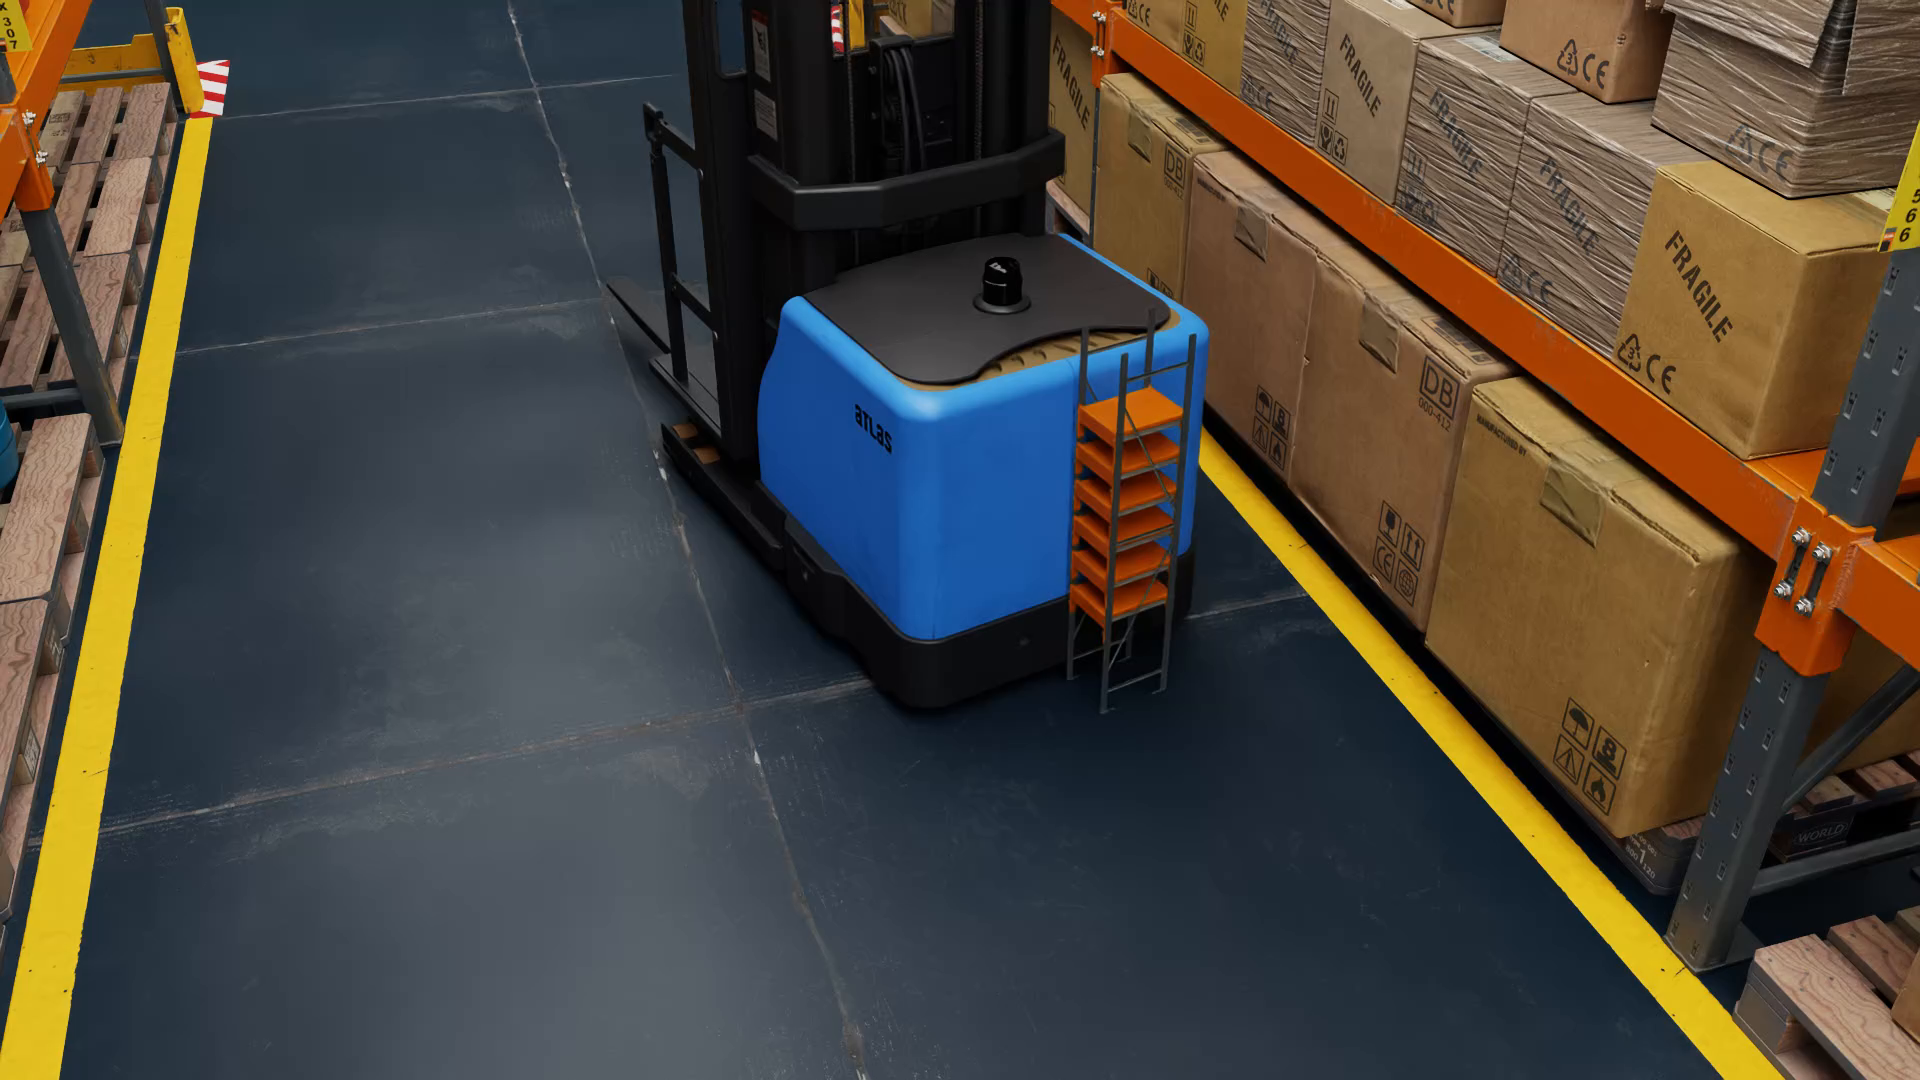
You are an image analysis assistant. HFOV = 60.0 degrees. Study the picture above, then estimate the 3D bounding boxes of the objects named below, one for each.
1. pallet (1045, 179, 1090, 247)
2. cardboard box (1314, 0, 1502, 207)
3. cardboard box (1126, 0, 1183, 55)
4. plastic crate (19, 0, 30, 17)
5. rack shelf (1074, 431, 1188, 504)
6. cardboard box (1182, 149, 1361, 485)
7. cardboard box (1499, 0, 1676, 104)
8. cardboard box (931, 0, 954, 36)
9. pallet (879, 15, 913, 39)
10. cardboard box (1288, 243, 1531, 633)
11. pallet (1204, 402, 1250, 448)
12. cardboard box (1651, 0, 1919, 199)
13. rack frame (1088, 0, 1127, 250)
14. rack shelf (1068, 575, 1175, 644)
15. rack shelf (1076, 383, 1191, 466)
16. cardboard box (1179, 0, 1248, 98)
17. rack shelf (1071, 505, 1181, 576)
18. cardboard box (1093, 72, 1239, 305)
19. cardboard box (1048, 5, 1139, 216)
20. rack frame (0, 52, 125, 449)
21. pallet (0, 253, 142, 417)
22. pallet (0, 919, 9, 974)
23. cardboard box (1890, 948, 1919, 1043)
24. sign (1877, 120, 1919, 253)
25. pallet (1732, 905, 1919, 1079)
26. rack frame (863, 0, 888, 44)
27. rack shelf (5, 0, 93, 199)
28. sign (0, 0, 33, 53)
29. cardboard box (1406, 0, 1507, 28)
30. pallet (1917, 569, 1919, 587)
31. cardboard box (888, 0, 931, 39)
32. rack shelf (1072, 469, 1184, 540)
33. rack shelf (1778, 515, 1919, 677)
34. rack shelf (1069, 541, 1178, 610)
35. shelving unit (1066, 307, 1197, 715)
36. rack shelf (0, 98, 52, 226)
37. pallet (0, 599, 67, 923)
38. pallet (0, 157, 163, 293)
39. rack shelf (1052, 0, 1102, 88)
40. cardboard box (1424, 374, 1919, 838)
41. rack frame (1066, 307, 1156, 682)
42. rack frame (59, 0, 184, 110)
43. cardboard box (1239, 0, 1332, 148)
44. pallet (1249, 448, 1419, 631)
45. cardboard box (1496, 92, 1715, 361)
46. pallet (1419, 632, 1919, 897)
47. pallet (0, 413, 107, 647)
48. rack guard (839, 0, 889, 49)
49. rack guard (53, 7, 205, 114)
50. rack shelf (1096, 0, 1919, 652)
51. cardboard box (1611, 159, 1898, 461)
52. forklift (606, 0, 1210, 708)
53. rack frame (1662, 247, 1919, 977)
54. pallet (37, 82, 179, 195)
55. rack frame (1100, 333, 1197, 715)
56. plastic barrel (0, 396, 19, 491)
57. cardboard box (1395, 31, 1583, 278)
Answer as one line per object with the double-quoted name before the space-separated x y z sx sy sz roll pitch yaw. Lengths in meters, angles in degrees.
"pallet" 0.896 -1.637 8.036 1.003 0.211 1.213 -10 35 -15
"cardboard box" 1.425 -1.350 4.981 0.500 0.500 0.500 -9 35 -14
"cardboard box" 0.956 -2.147 6.187 0.500 0.500 0.500 -10 35 -15
"plastic crate" -3.696 -2.118 6.122 0.402 0.464 0.583 -10 35 -15
"rack shelf" 0.475 -0.219 4.638 0.258 0.103 0.180 -18 37 -25
"cardboard box" 1.542 -0.875 5.900 1.225 0.875 0.875 -11 35 -16
"cardboard box" 1.870 -1.478 4.265 0.797 0.503 0.637 -9 35 -14
"cardboard box" 0.383 -2.977 9.081 0.875 0.875 0.875 -10 35 -15
"pallet" 0.152 -2.918 9.975 1.003 0.211 1.213 -10 35 -15
"cardboard box" 1.819 -0.412 5.199 1.225 0.875 0.875 -10 35 -15
"pallet" 1.361 -0.833 6.818 1.003 0.211 1.213 -10 35 -15
"cardboard box" 2.066 -1.135 3.746 0.797 0.503 0.637 -9 34 -13
"rack frame" 1.054 -2.388 6.644 1.000 3.000 0.127 -10 35 -15
"rack shelf" 0.475 0.182 4.903 0.258 0.103 0.180 -18 37 -25
"rack shelf" 0.475 -0.319 4.572 0.258 0.103 0.180 -18 37 -25
"cardboard box" 1.110 -1.883 5.788 0.500 0.500 0.500 -10 35 -15
"rack shelf" 0.475 -0.019 4.770 0.258 0.103 0.180 -18 37 -25
"cardboard box" 1.268 -1.344 6.610 1.225 0.875 0.875 -10 35 -15
"cardboard box" 0.929 -2.037 7.658 0.875 0.875 0.875 -10 35 -15
"rack frame" -3.663 -1.555 5.383 1.000 3.000 0.127 -10 35 -15
"pallet" -3.924 -0.772 6.726 1.003 0.211 1.213 -10 35 -15
"pallet" -2.723 1.301 3.589 1.003 0.211 1.213 -10 35 -15
"cardboard box" 2.497 0.919 3.506 0.700 0.500 0.500 -12 35 -17
"sign" 1.746 -0.676 3.002 0.100 0.325 0.005 -10 35 -15
"pallet" 2.511 1.286 3.613 1.003 0.211 1.213 -10 35 -15
"rack frame" -0.166 -4.488 9.822 1.000 3.000 0.127 -10 35 -15
"rack shelf" -4.273 -2.305 7.171 1.077 0.370 4.000 -10 35 -15
"sign" -3.139 -1.762 5.445 0.100 0.325 0.005 -10 35 -15
"cardboard box" 1.659 -1.829 4.796 0.797 0.503 0.637 -9 34 -13
"pallet" 2.593 0.148 2.979 1.213 0.211 1.003 -10 35 -15
"cardboard box" 0.105 -3.455 9.804 0.875 0.875 0.875 -10 35 -15
"rack shelf" 0.475 -0.119 4.704 0.258 0.103 0.180 -18 37 -25
"rack shelf" 2.884 1.062 2.075 1.077 0.370 4.000 -10 35 -15
"rack shelf" 0.475 0.081 4.837 0.258 0.103 0.180 -18 37 -25
"shelving unit" 0.475 -0.056 4.746 0.258 1.200 0.189 -18 37 -25
"rack shelf" -3.053 -0.205 3.992 1.077 0.370 4.000 -10 35 -15
"pallet" -3.091 0.662 4.557 1.003 0.211 1.213 -10 35 -15
"pallet" -4.300 -1.413 7.697 1.003 0.211 1.213 -10 35 -15
"rack shelf" 0.444 -3.138 8.431 1.077 0.370 4.000 -10 35 -15
"cardboard box" 2.083 0.057 4.489 1.225 0.875 0.875 -12 35 -17
"rack frame" 0.429 -0.099 4.812 0.240 1.200 0.006 -18 37 -25
"rack frame" -4.883 -3.656 8.561 1.000 3.000 0.127 -10 35 -15
"cardboard box" 1.263 -1.620 5.390 0.500 0.500 0.500 -11 35 -16
"pallet" 1.737 -0.191 5.847 1.003 0.211 1.213 -10 35 -15
"cardboard box" 1.741 -0.810 4.164 0.500 0.500 0.500 -10 35 -15
"pallet" 2.105 0.449 4.880 1.003 0.211 1.213 -10 35 -15
"pallet" -3.467 0.020 5.528 1.003 0.211 1.213 -10 35 -15
"rack guard" -0.174 -3.458 10.530 1.175 0.500 0.348 -10 35 -15
"rack guard" -4.903 -2.623 9.266 1.175 0.500 0.348 -10 35 -15
"rack shelf" 1.664 -1.038 5.253 1.077 0.370 4.000 -10 35 -15
"cardboard box" 1.888 -0.547 3.767 0.500 0.500 0.500 -9 35 -13
"forklift" -0.442 -1.514 5.382 1.130 2.935 3.031 -18 37 -25
"rack frame" 2.274 -0.288 3.465 1.000 3.000 0.127 -10 35 -15
"pallet" -4.669 -2.053 8.665 1.003 0.211 1.213 -10 35 -15
"rack frame" 0.521 -0.012 4.680 0.240 1.200 0.006 -18 37 -25
"plastic barrel" -3.513 -0.567 5.409 0.600 0.901 0.708 -10 35 -15
"cardboard box" 1.580 -1.082 4.576 0.500 0.500 0.500 -11 35 -16
